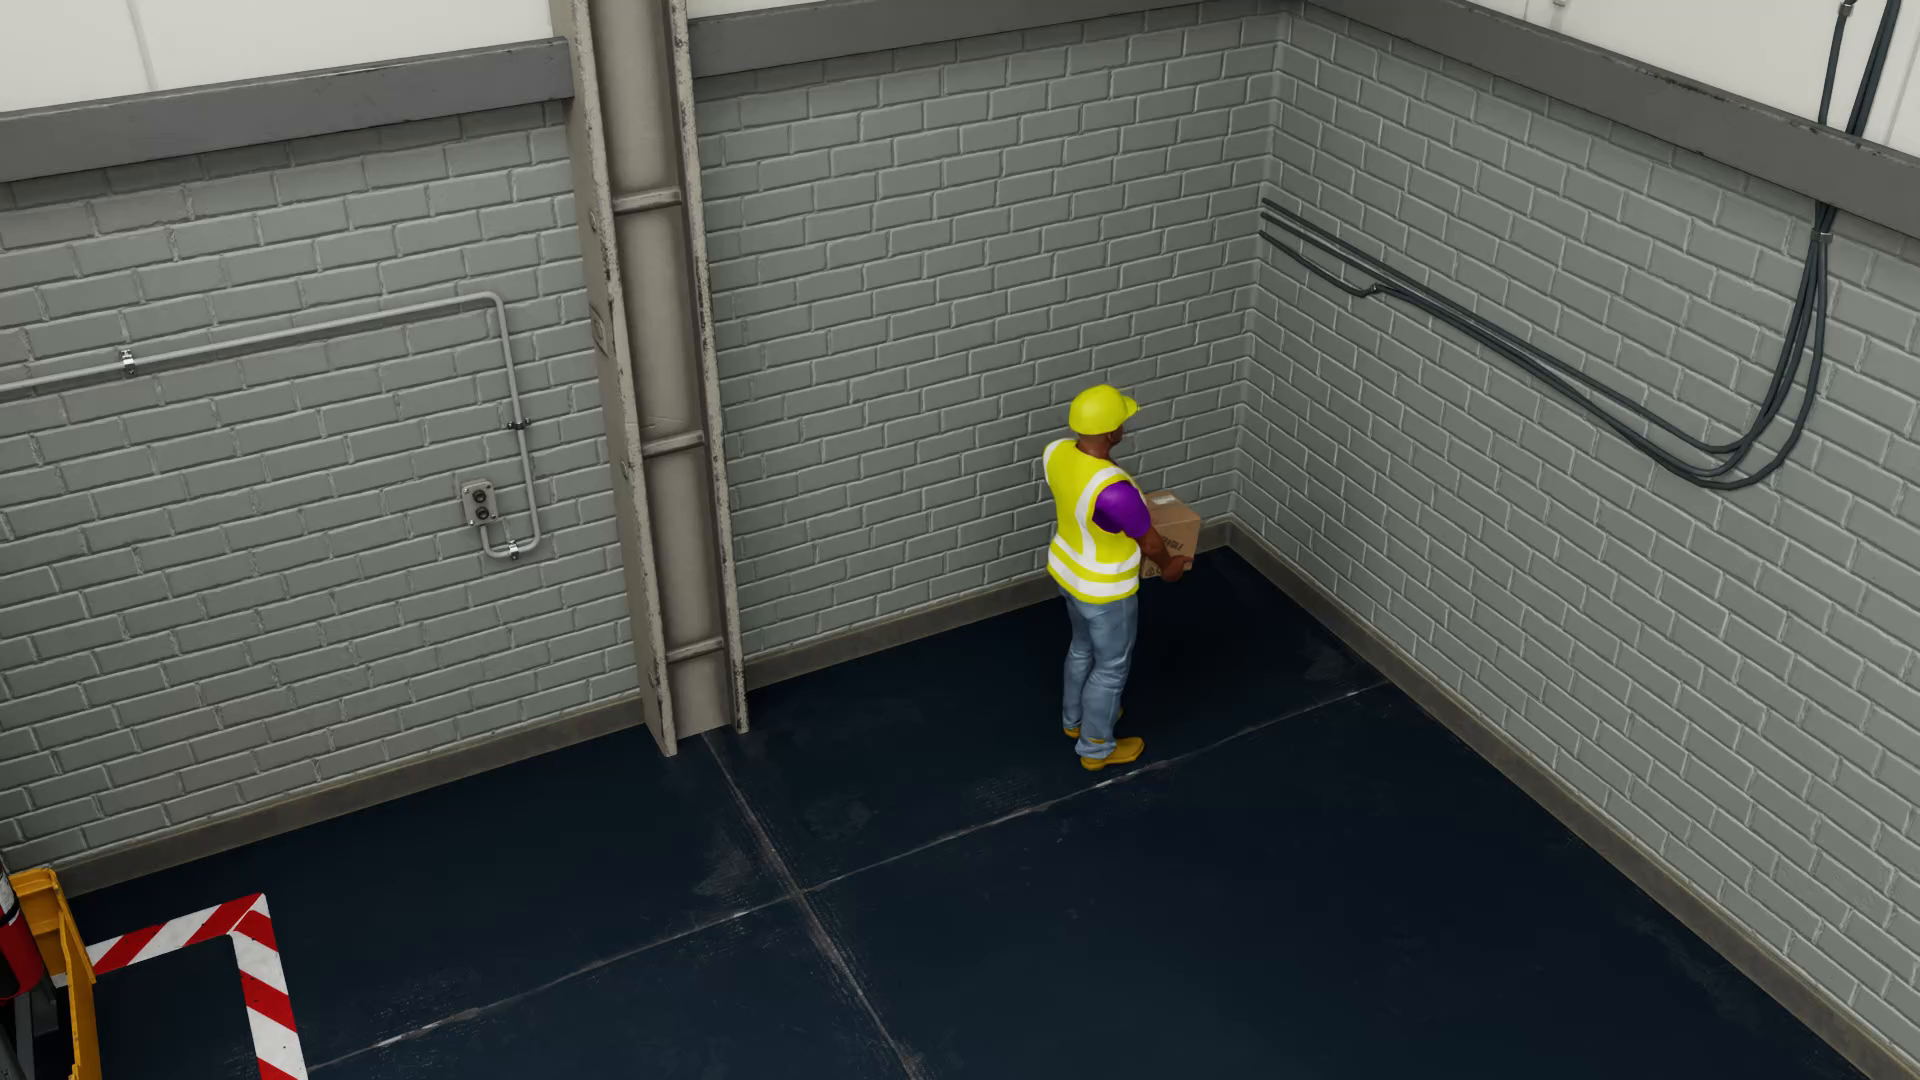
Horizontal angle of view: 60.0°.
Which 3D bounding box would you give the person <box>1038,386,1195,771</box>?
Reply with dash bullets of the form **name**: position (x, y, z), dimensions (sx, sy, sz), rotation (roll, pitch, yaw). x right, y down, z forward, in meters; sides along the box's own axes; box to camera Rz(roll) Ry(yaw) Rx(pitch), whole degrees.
- **person**: position (0.644, 0.128, 6.923), dimensions (0.583, 1.760, 0.504), rotation (-15, 36, -22)
